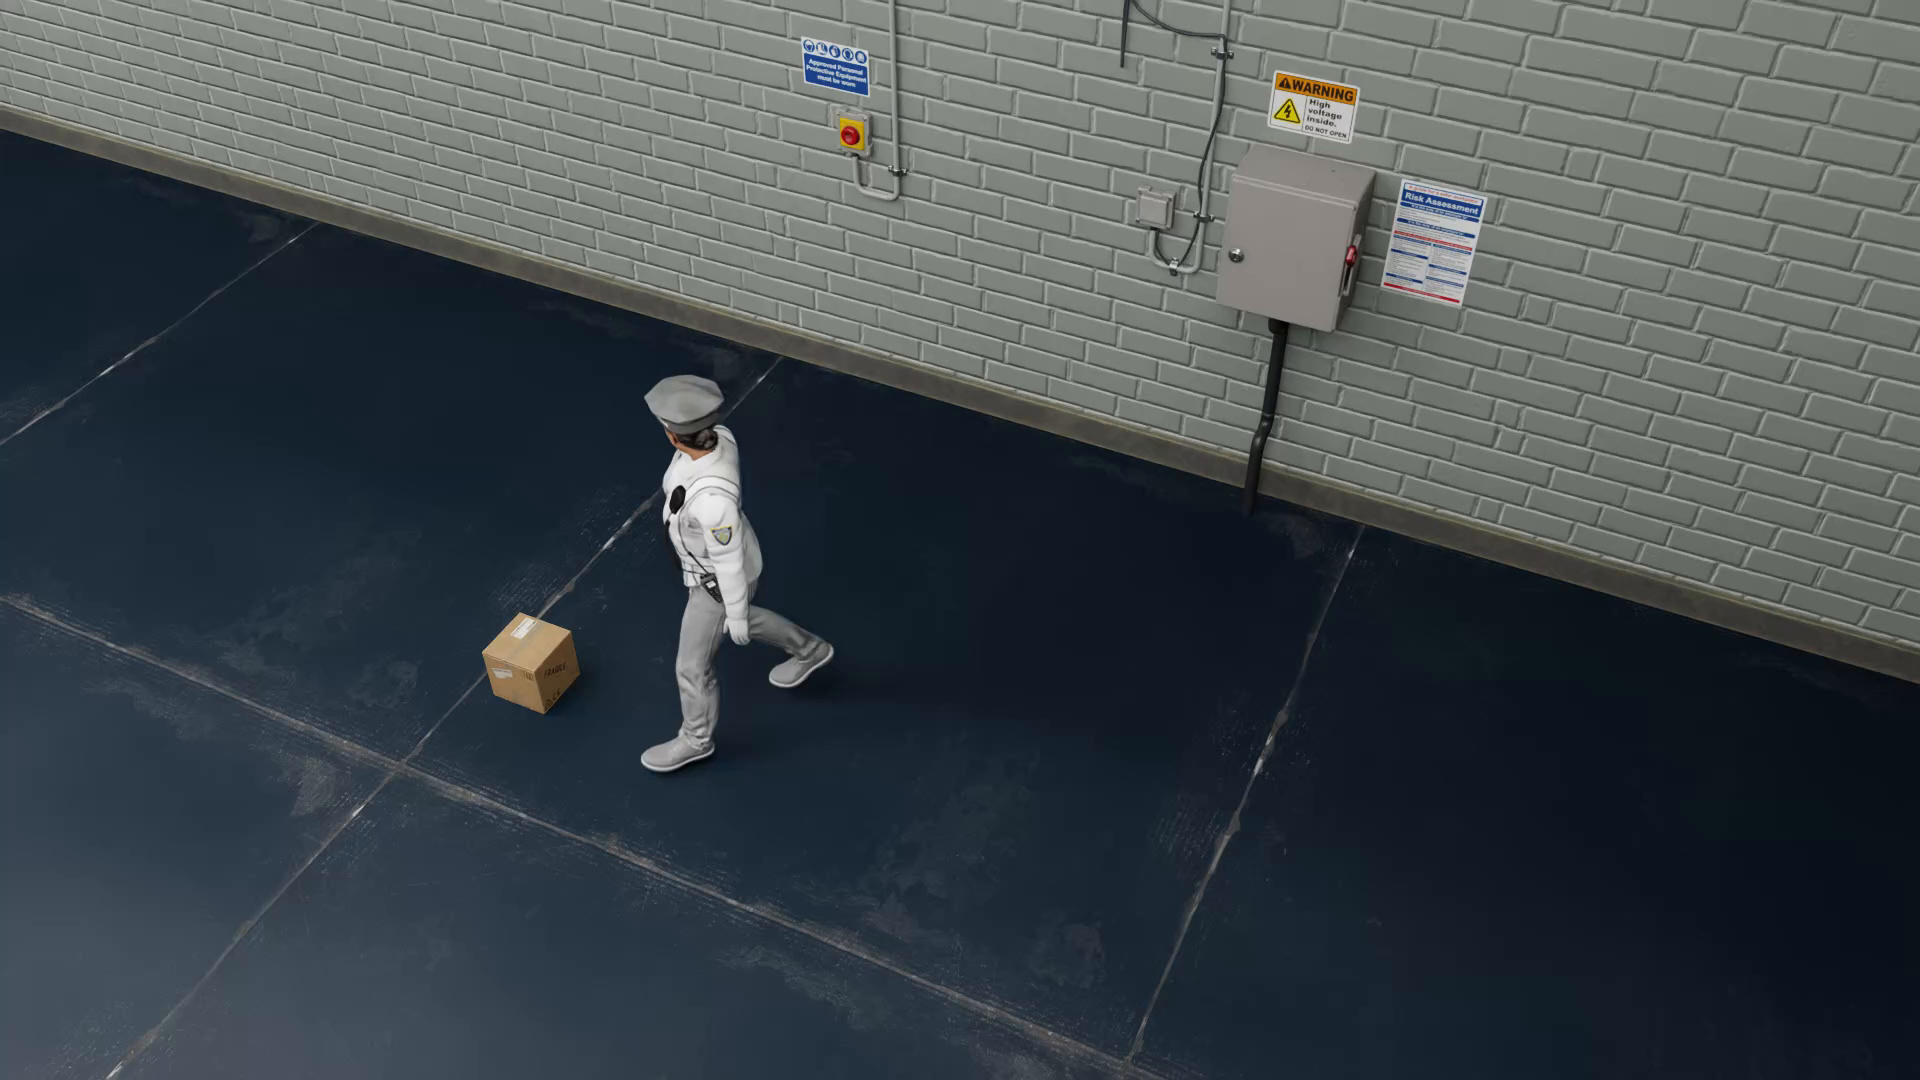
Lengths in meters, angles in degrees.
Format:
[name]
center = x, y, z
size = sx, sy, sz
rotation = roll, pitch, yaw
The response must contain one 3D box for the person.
[person]
center = -0.862, 0.115, 6.025
size = 0.798, 1.626, 0.514
rotation = -7, 43, -8
